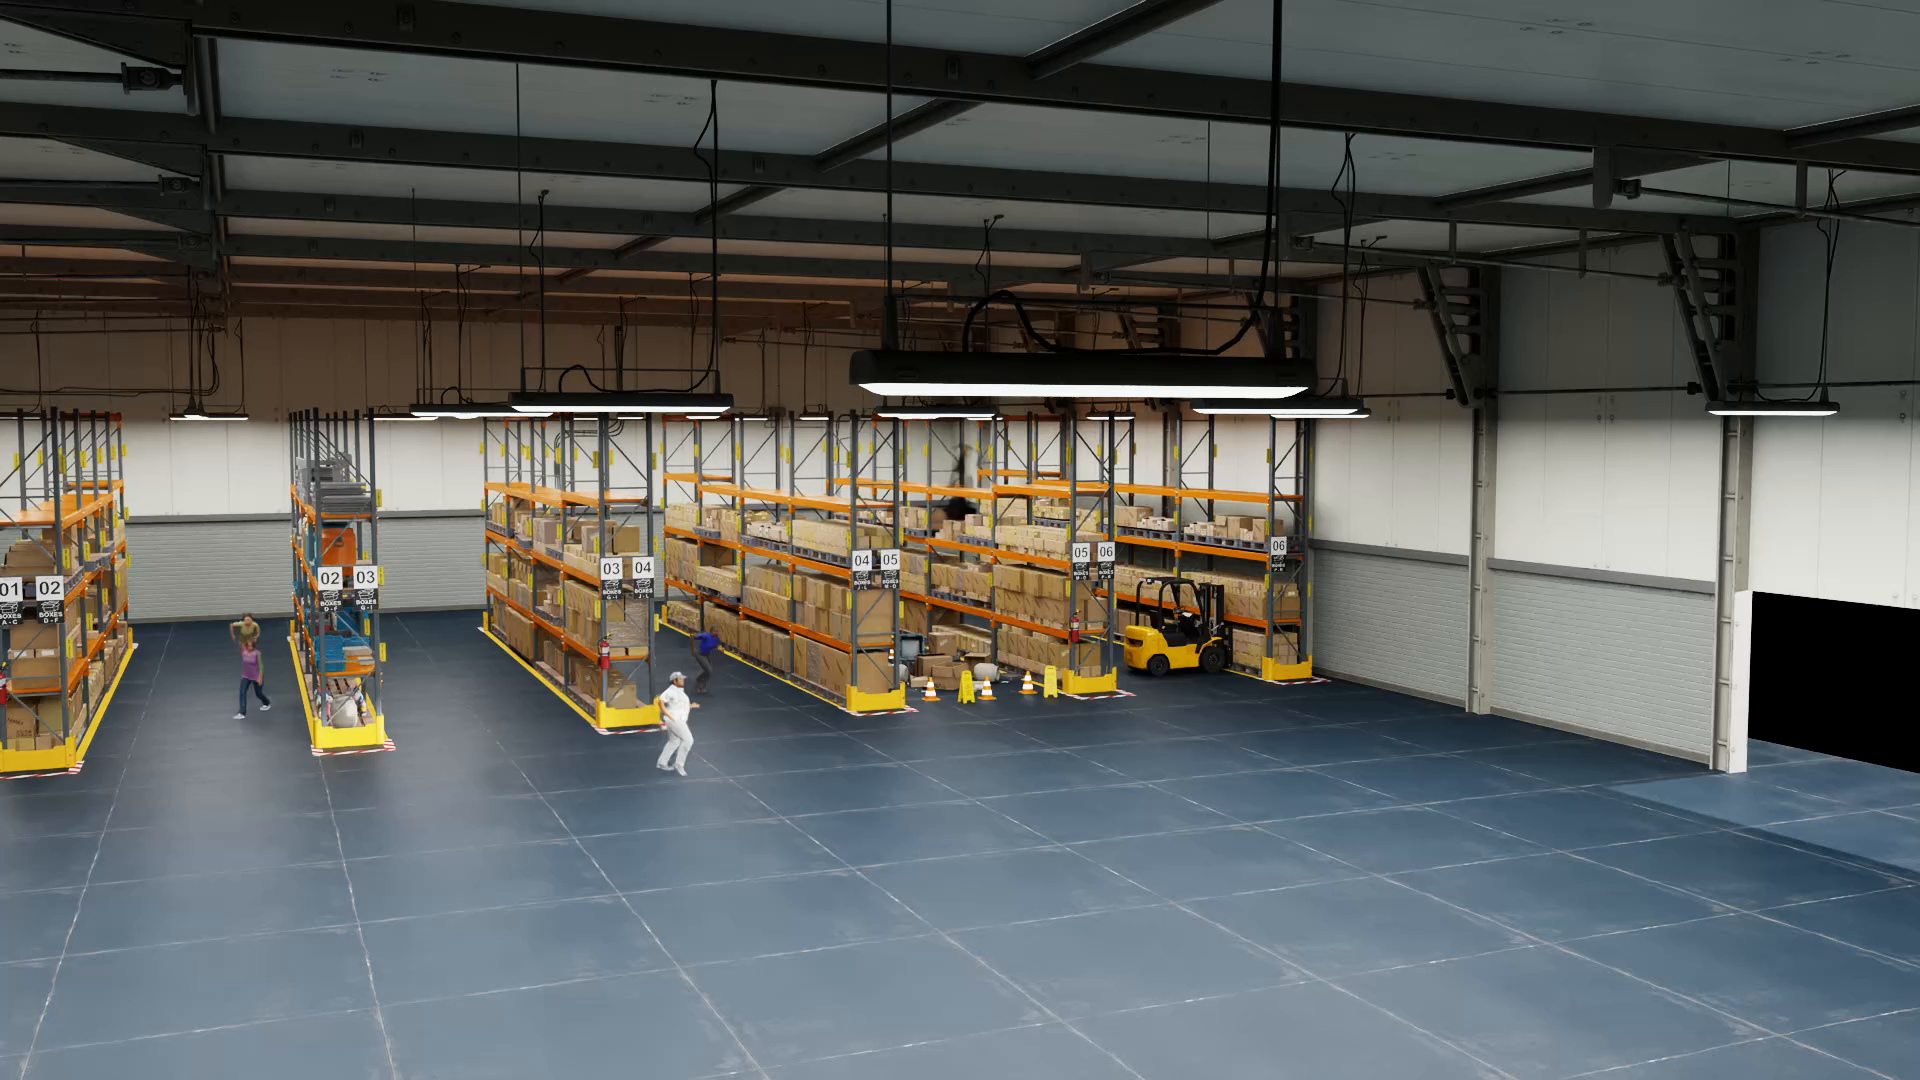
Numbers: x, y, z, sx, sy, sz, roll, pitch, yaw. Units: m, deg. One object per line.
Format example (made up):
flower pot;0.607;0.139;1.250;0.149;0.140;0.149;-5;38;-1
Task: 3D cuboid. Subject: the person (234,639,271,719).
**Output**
person;-13.797;2.674;32.388;0.507;1.528;0.989;0;4;2

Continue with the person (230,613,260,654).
person;-15.989;2.367;37.223;0.607;1.505;0.820;-2;5;-27

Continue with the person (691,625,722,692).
person;-5.393;2.515;35.197;0.849;1.484;0.601;3;5;37

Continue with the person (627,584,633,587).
person;-9.581;1.493;47.731;0.737;1.794;1.105;-2;5;-31

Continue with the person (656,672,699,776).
person;-4.631;3.004;27.188;0.721;1.711;0.581;0;4;2
